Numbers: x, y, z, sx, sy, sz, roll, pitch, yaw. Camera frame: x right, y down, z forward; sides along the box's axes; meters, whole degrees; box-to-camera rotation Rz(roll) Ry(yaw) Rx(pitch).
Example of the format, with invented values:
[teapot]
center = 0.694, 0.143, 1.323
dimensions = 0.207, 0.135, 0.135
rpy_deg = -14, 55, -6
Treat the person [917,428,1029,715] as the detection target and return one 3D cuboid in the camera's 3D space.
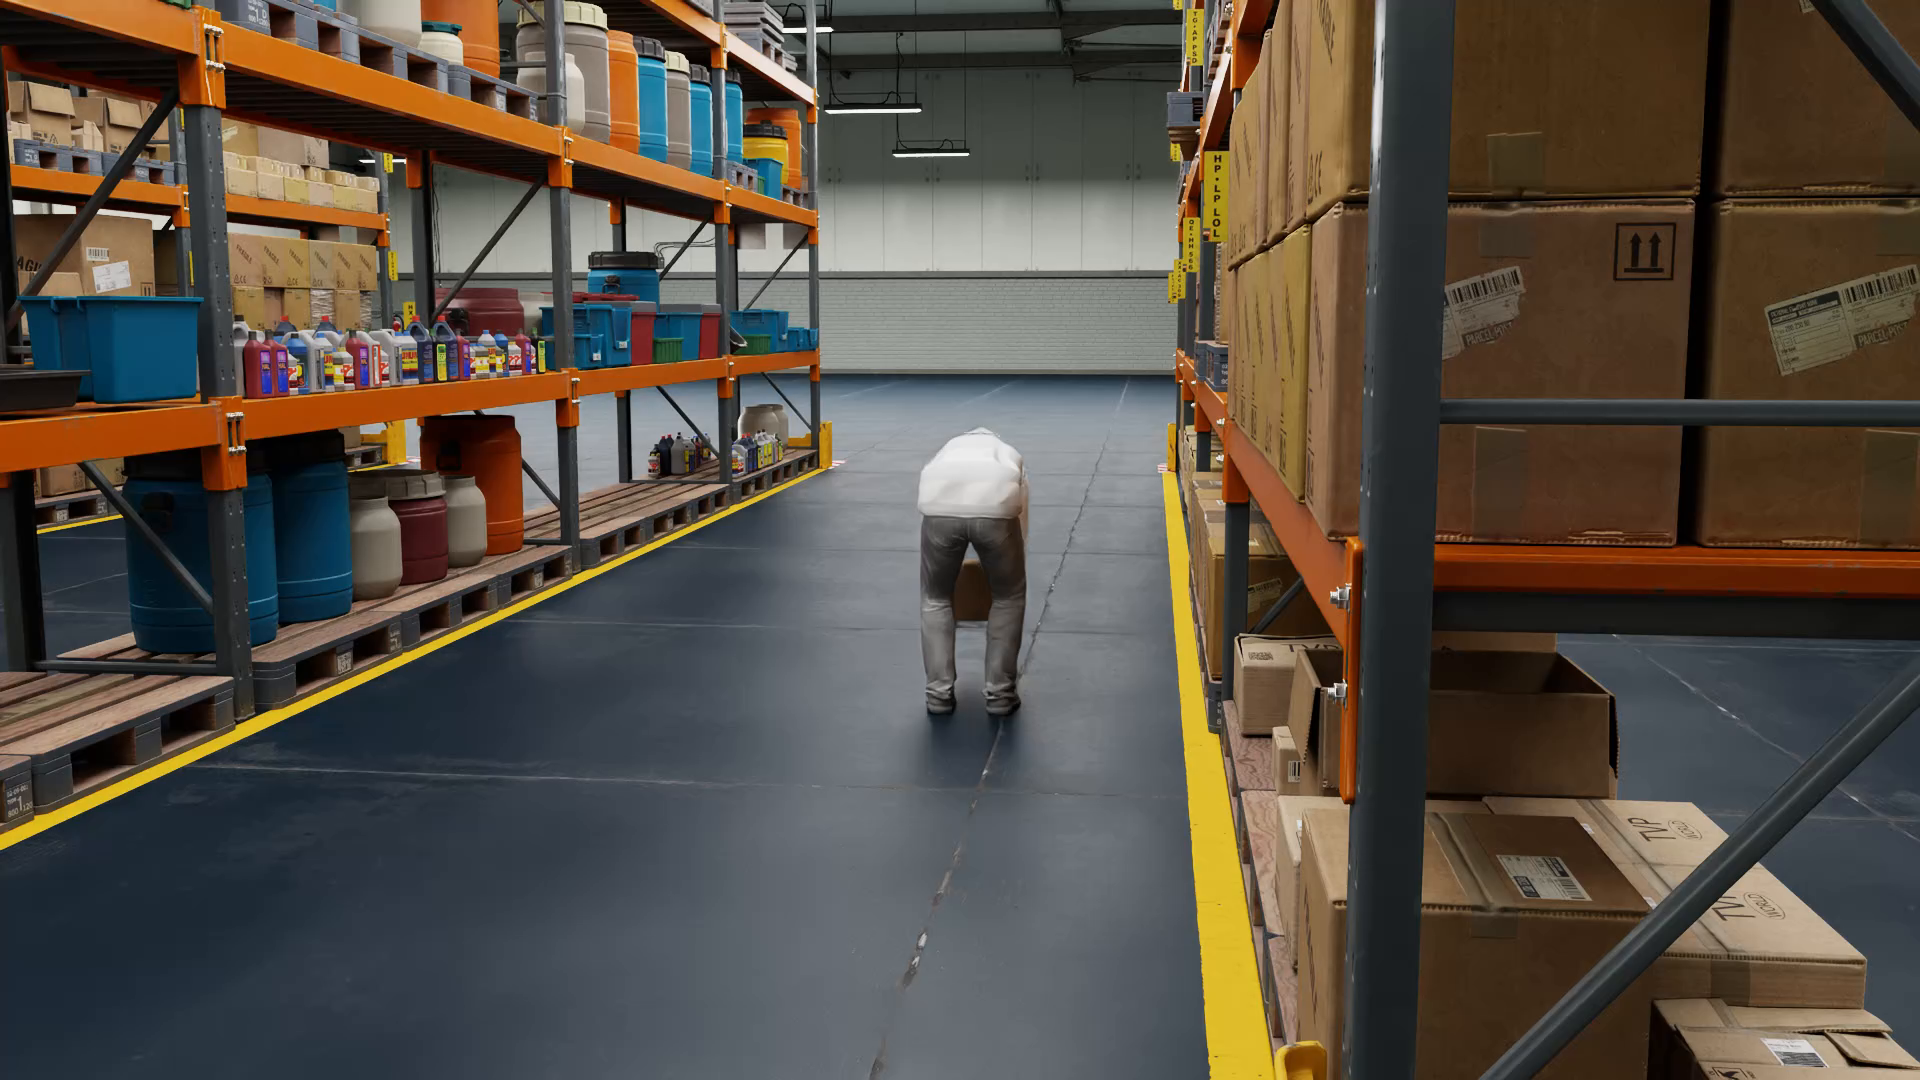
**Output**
[person]
center = 0.058, 0.112, 7.198
dimensions = 0.479, 1.148, 0.974
rpy_deg = 1, 8, 5
